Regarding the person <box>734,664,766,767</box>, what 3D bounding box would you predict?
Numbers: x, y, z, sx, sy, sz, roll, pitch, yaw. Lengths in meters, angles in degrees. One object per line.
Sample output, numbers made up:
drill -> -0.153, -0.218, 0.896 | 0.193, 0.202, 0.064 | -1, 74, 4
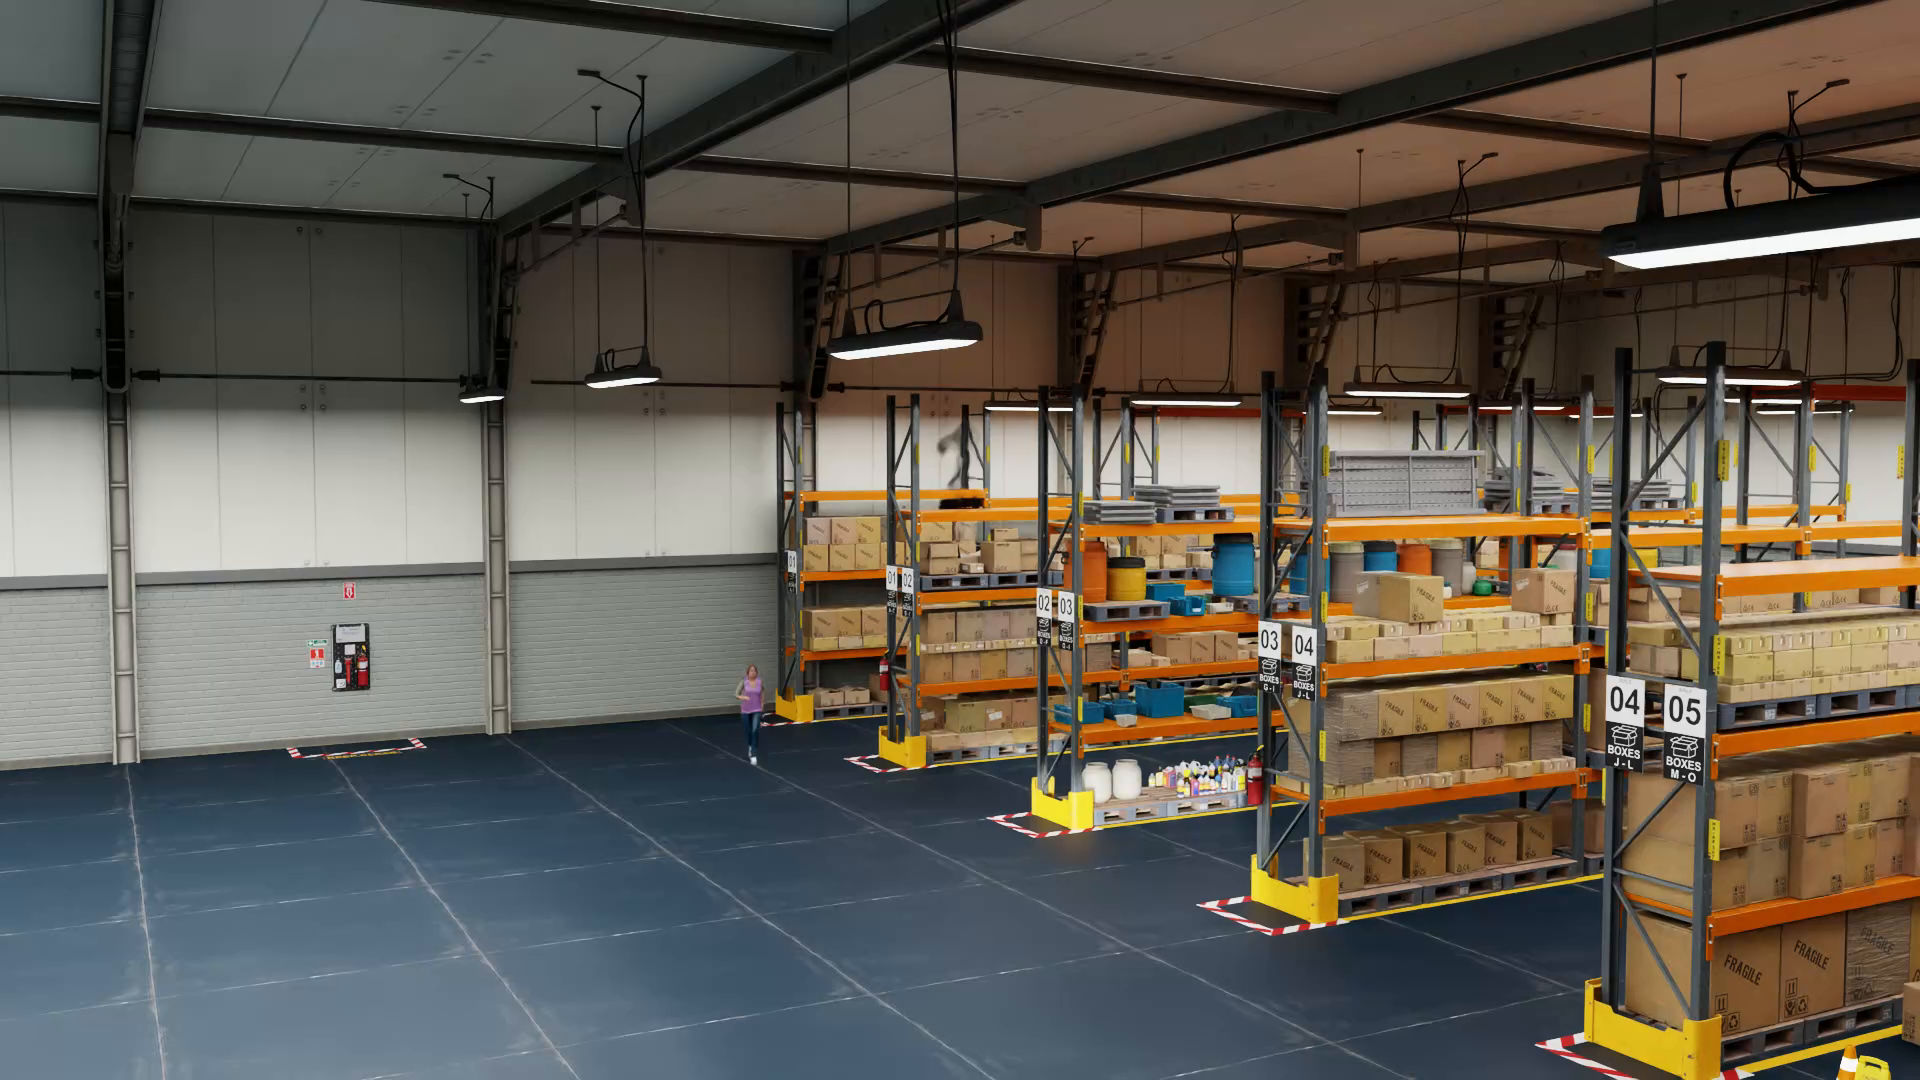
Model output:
person -> -3.423, 2.826, 27.168 | 0.522, 1.619, 0.816 | 0, 3, -7
